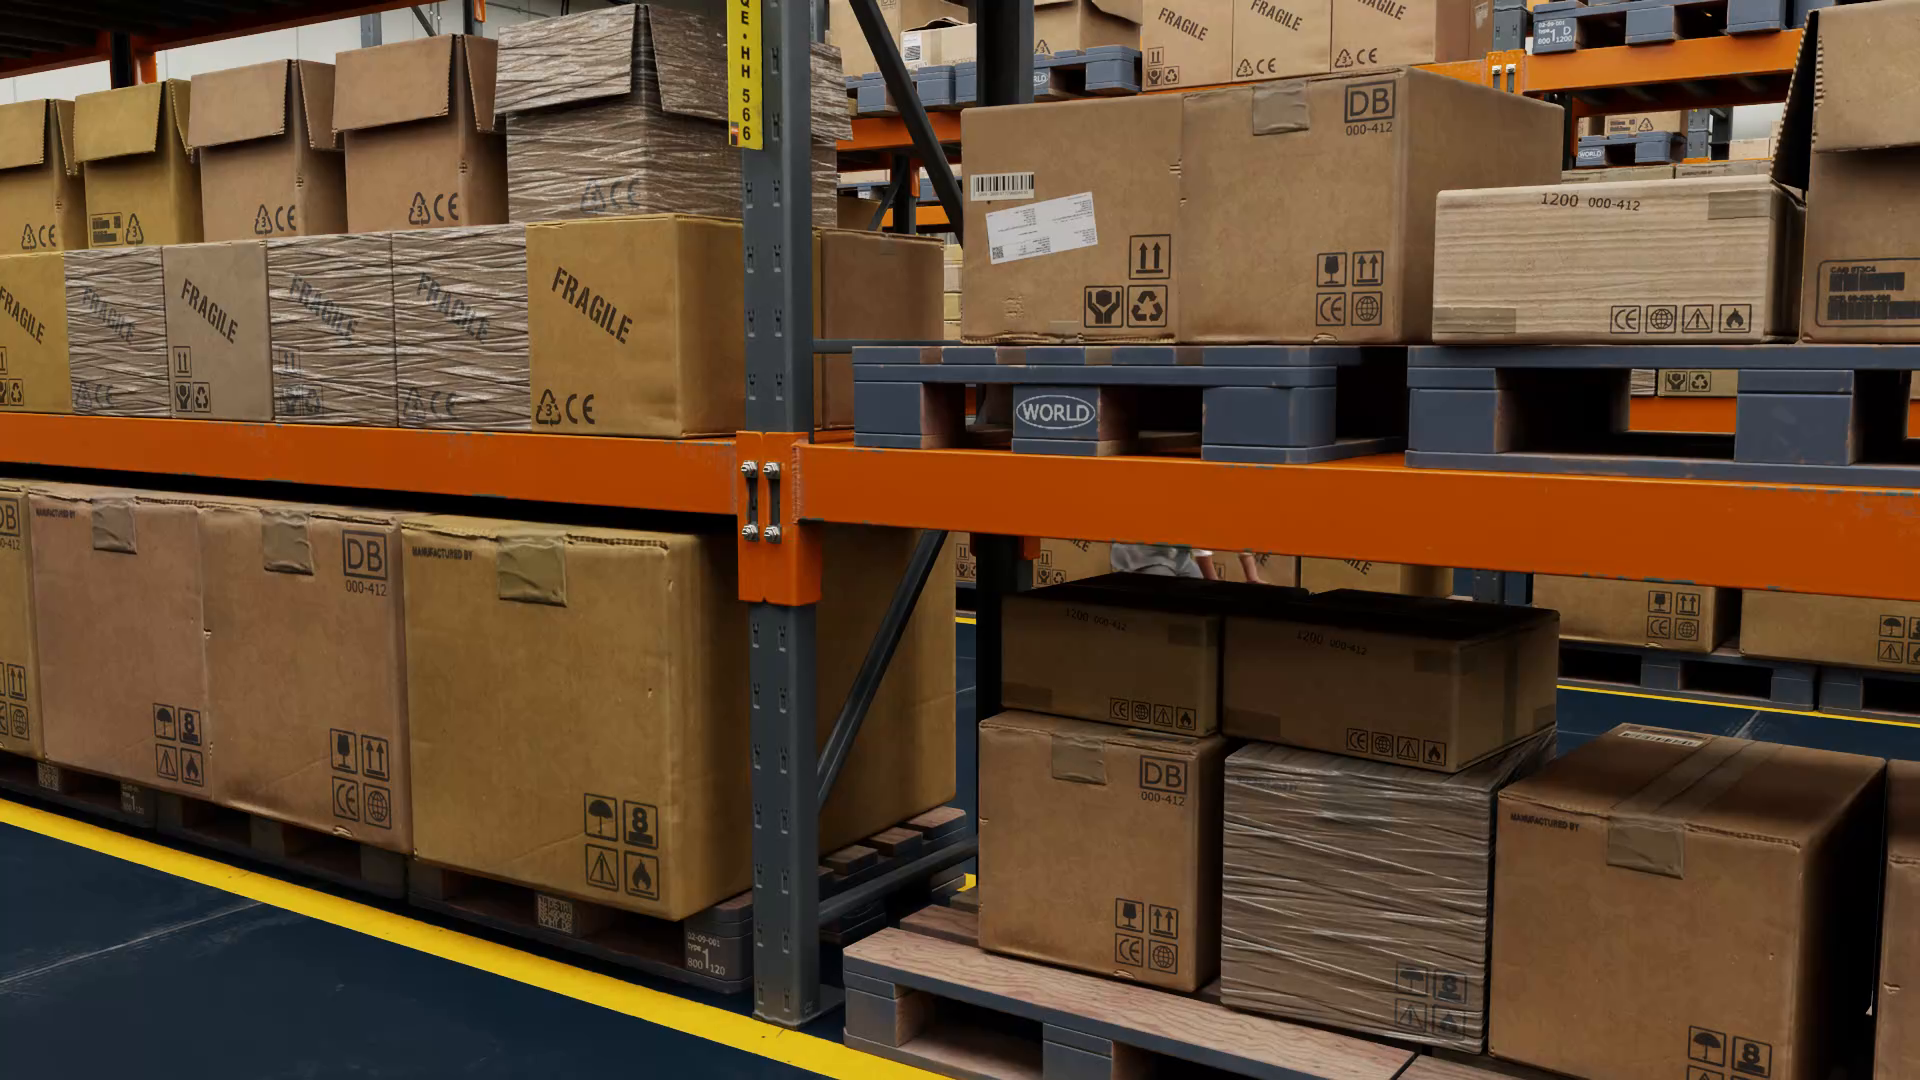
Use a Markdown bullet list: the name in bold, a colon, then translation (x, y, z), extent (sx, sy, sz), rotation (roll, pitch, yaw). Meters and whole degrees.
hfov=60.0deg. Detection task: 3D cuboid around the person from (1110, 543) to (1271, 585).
- **person**: translation (0.899, 0.136, 6.339), extent (0.640, 1.302, 0.438), rotation (4, 8, 34)
